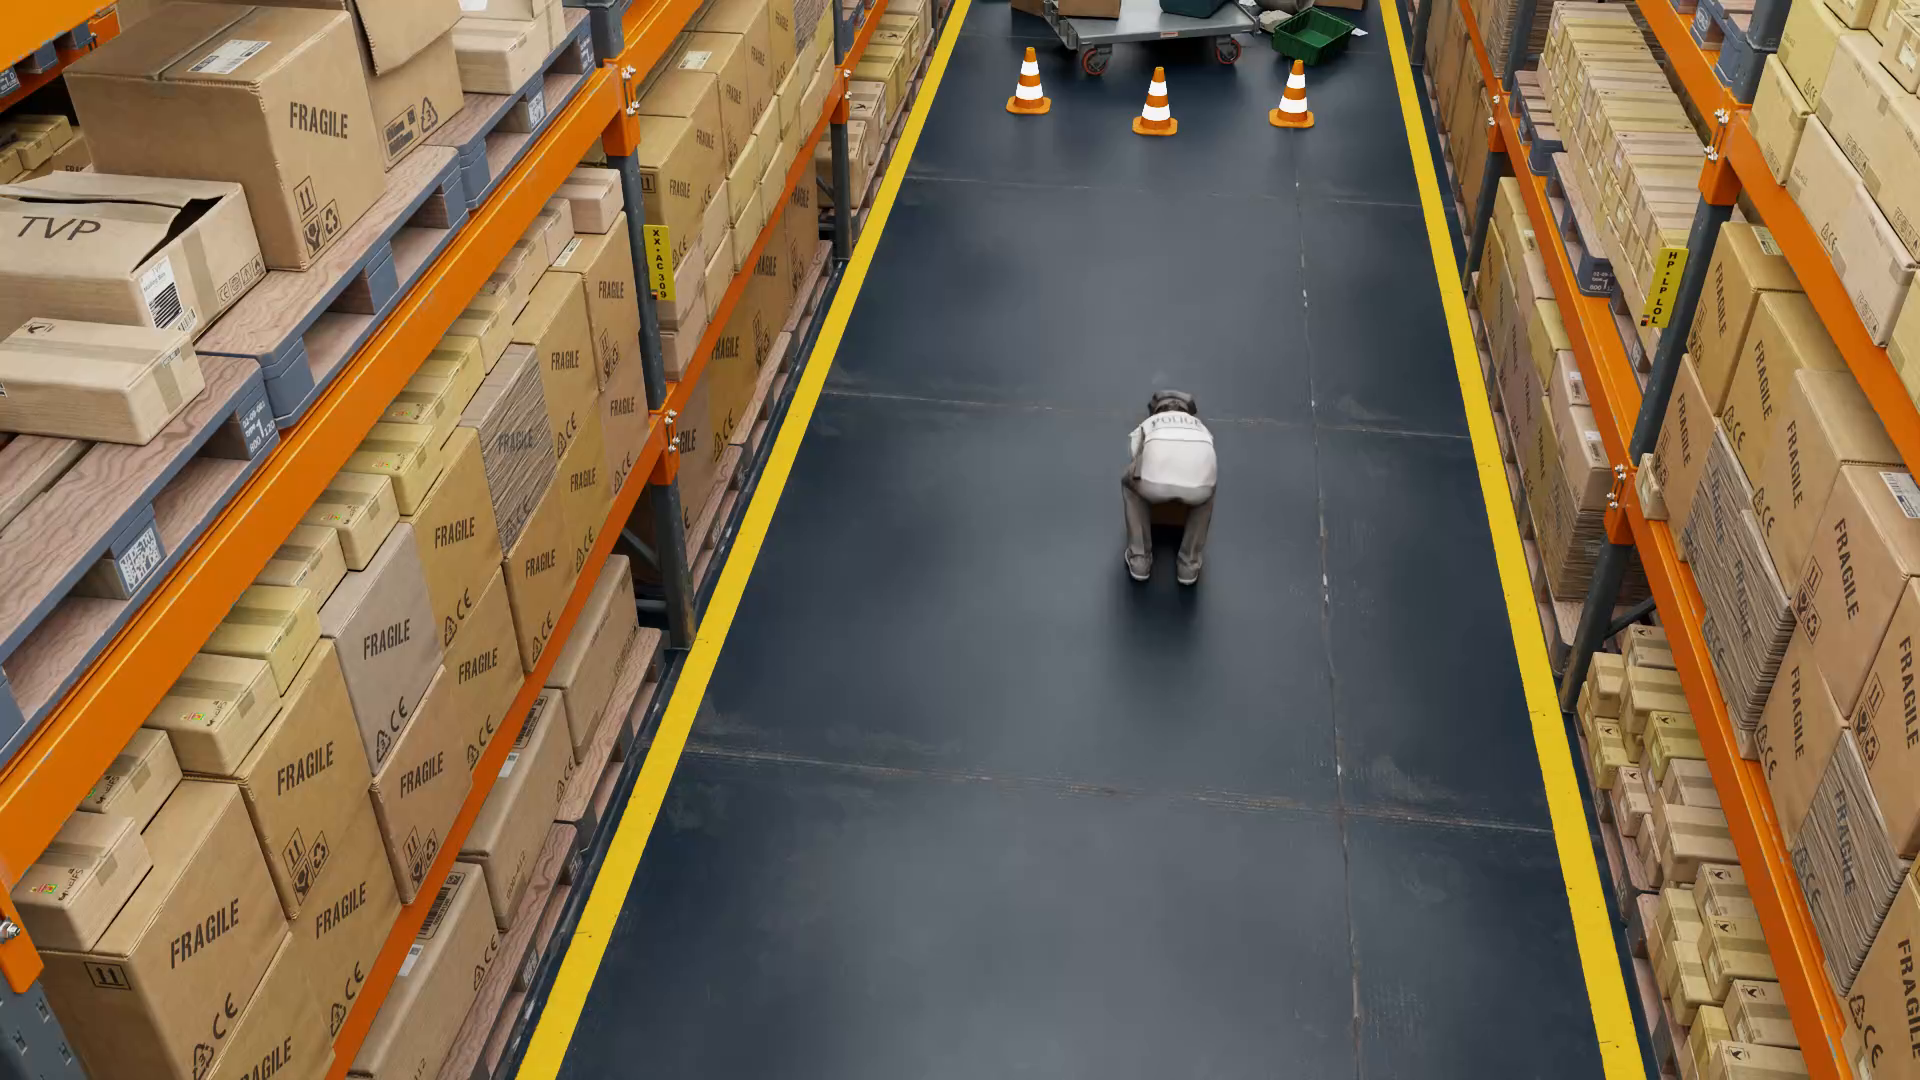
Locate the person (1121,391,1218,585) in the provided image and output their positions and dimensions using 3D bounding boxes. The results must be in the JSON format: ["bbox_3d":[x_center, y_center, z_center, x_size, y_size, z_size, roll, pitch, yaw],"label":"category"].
[{"bbox_3d":[1.023,-0.281,8.130,0.468,0.842,0.888,3,36,4],"label":"person"}]
